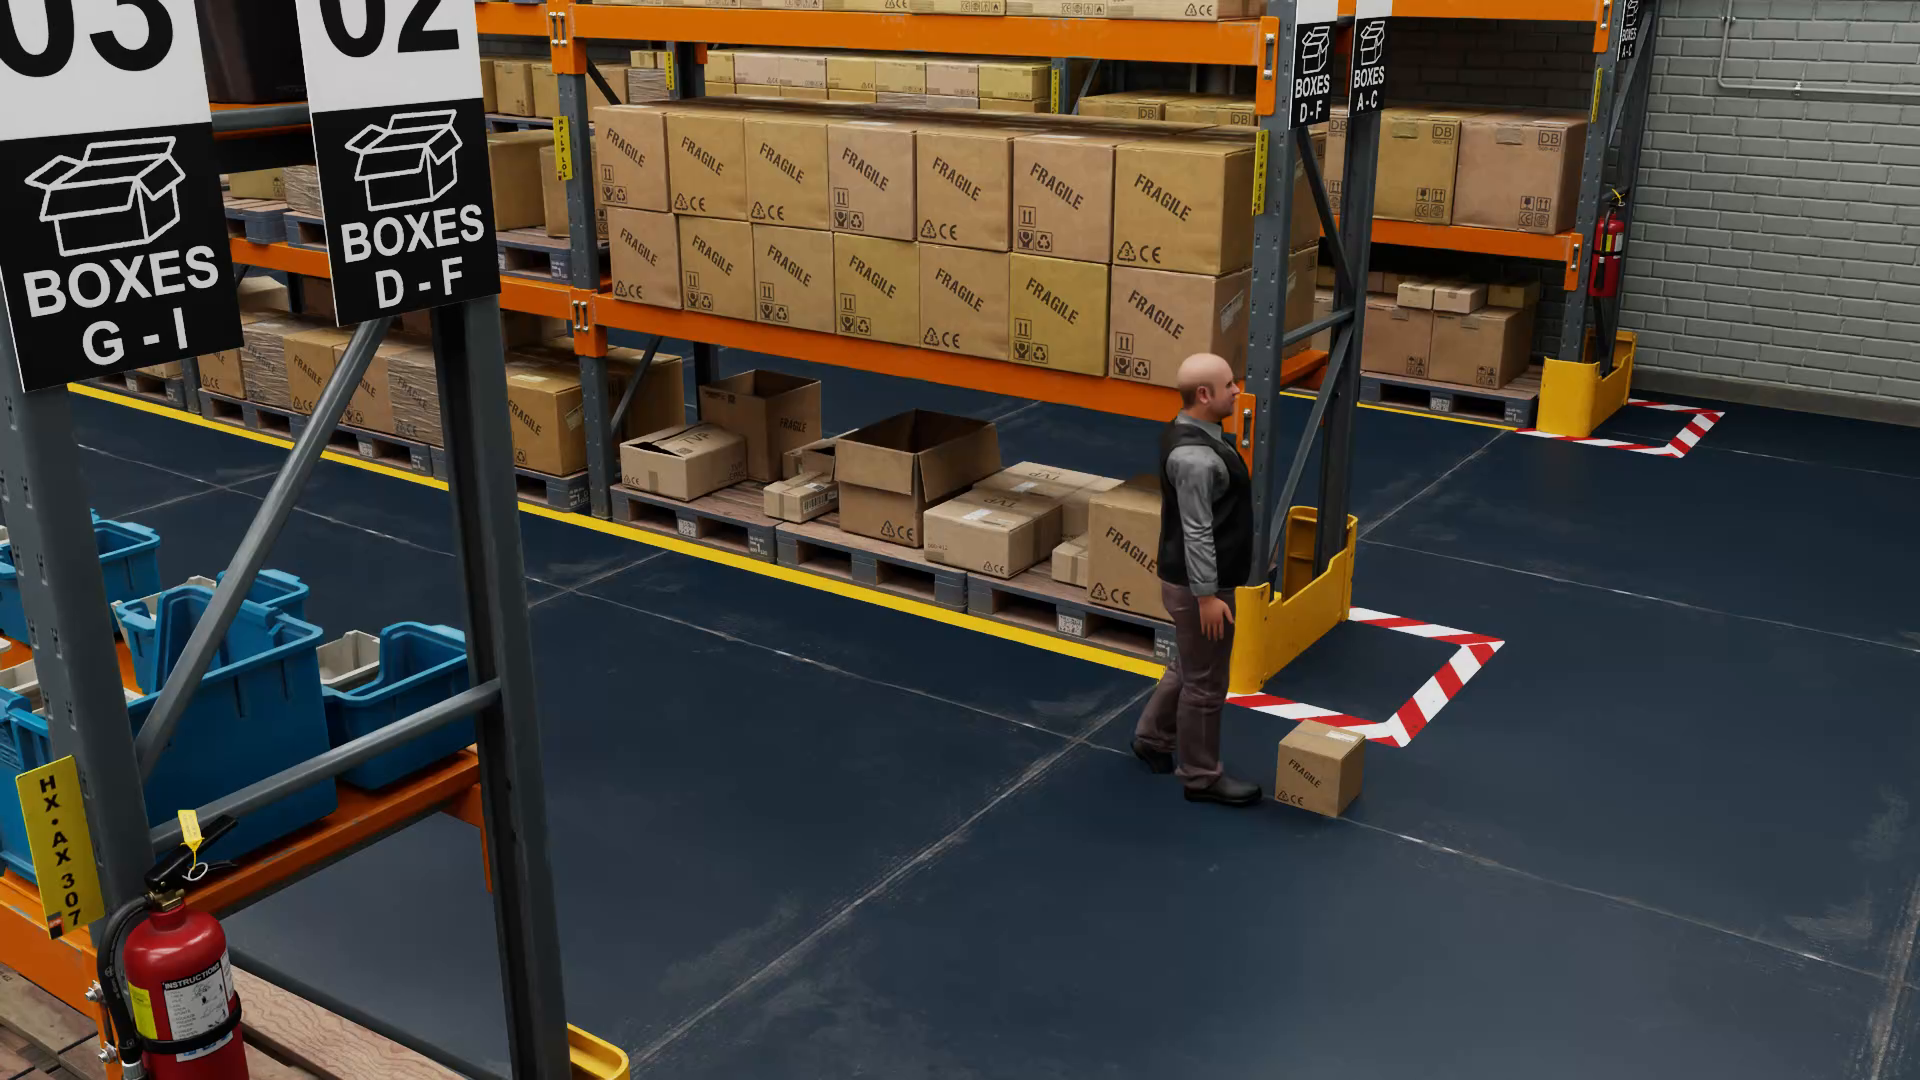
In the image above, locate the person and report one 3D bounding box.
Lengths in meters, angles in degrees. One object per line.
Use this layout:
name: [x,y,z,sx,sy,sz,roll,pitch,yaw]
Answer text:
person: [0.908,0.189,6.179,0.516,1.792,0.562,3,20,7]
